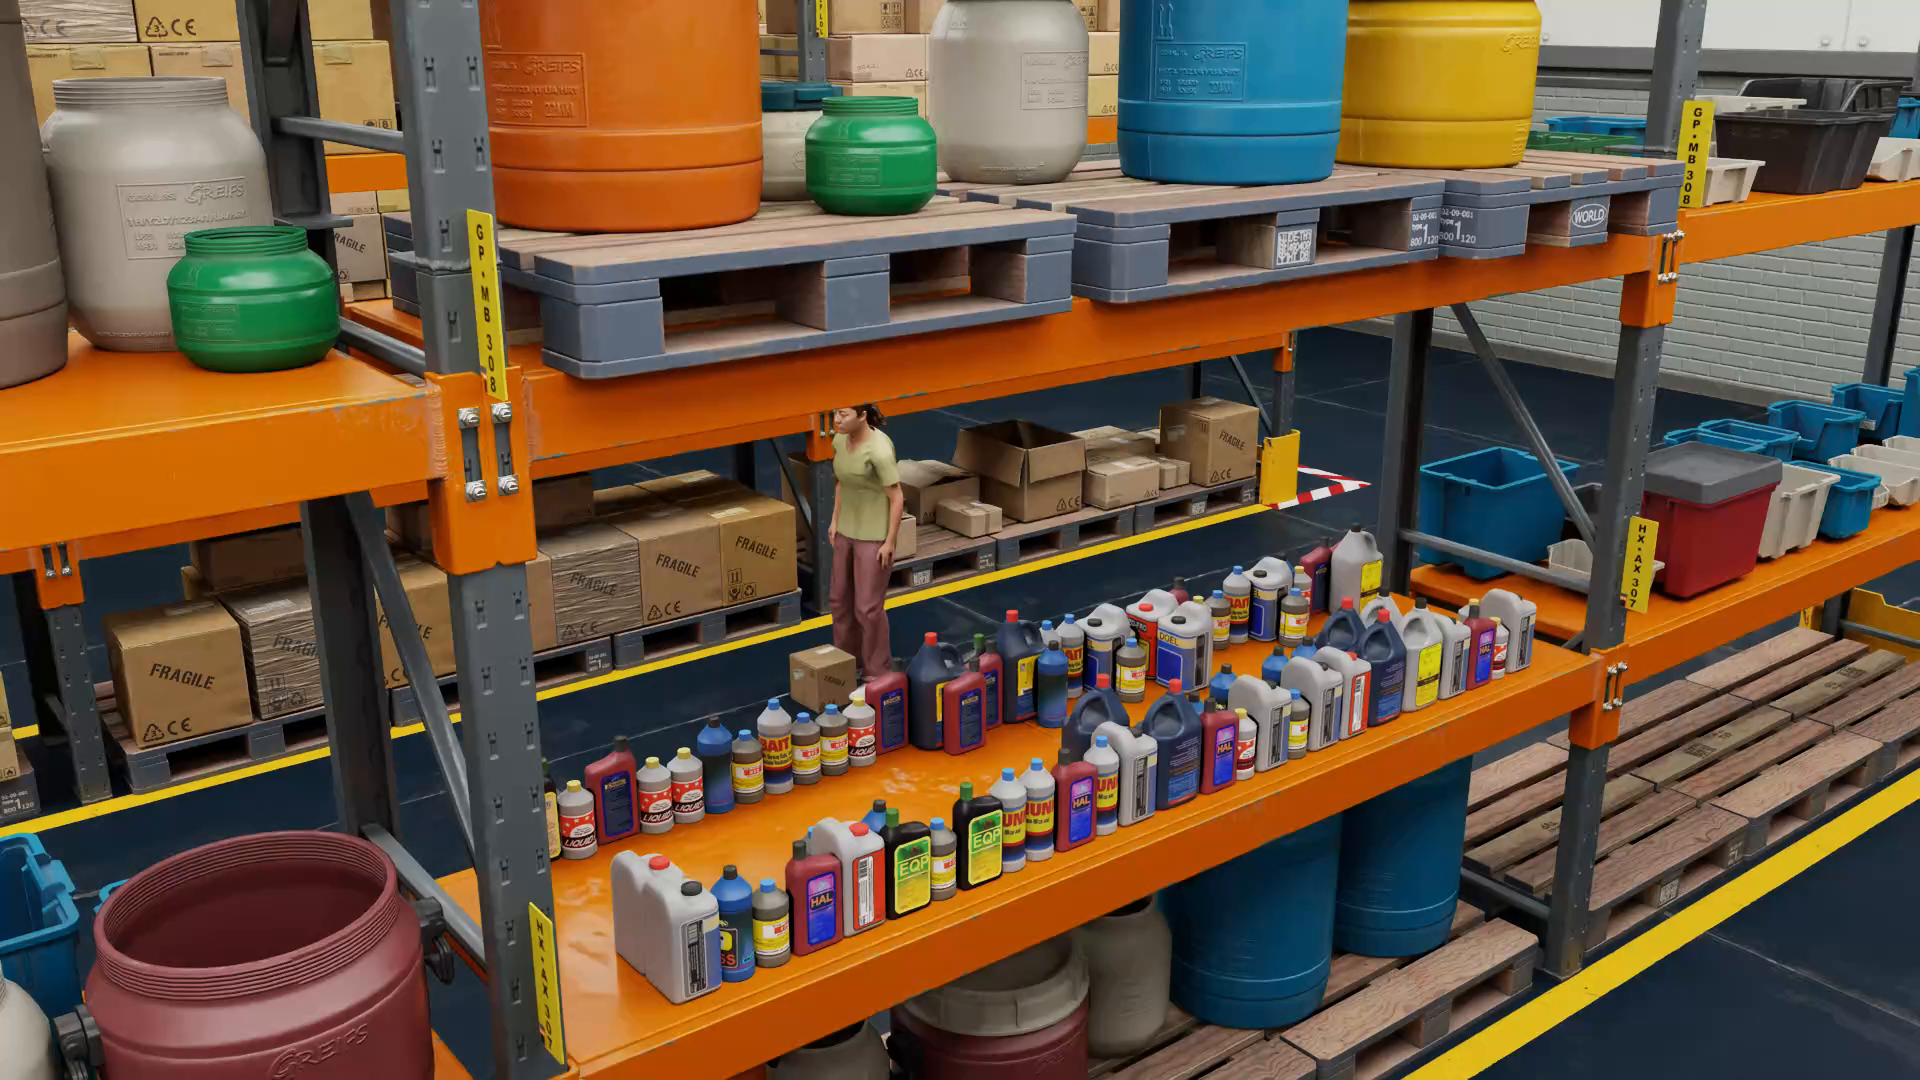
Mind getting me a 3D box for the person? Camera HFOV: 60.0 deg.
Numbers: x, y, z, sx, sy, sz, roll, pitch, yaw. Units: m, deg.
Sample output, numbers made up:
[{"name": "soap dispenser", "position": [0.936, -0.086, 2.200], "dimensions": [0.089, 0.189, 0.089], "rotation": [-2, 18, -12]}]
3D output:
[{"name": "person", "position": [-0.515, -0.006, 8.576], "dimensions": [0.364, 1.671, 0.516], "rotation": [-15, 23, -39]}]
